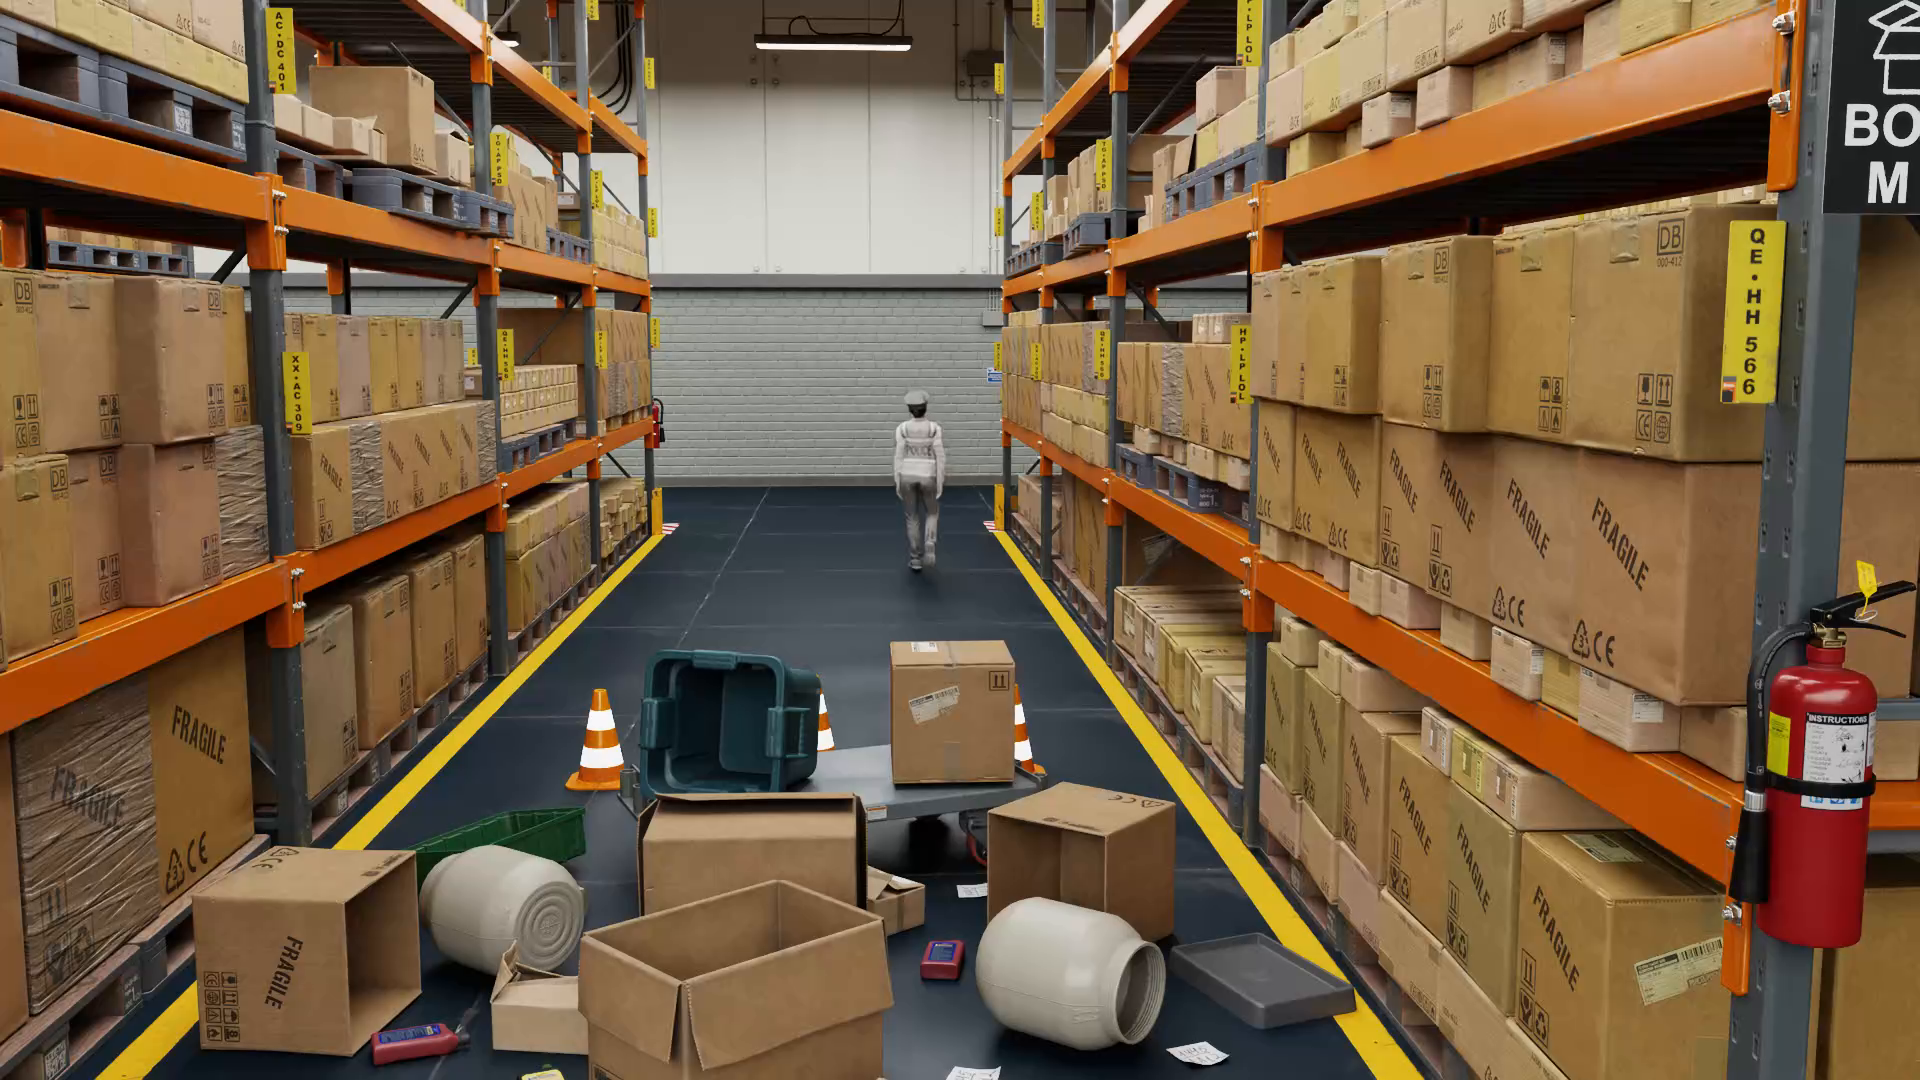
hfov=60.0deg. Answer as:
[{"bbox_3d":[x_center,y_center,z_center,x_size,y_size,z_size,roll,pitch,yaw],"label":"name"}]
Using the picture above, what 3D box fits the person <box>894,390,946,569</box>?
[{"bbox_3d":[-0.374,-0.560,15.525,0.484,1.675,0.481,0,7,-4],"label":"person"}]
